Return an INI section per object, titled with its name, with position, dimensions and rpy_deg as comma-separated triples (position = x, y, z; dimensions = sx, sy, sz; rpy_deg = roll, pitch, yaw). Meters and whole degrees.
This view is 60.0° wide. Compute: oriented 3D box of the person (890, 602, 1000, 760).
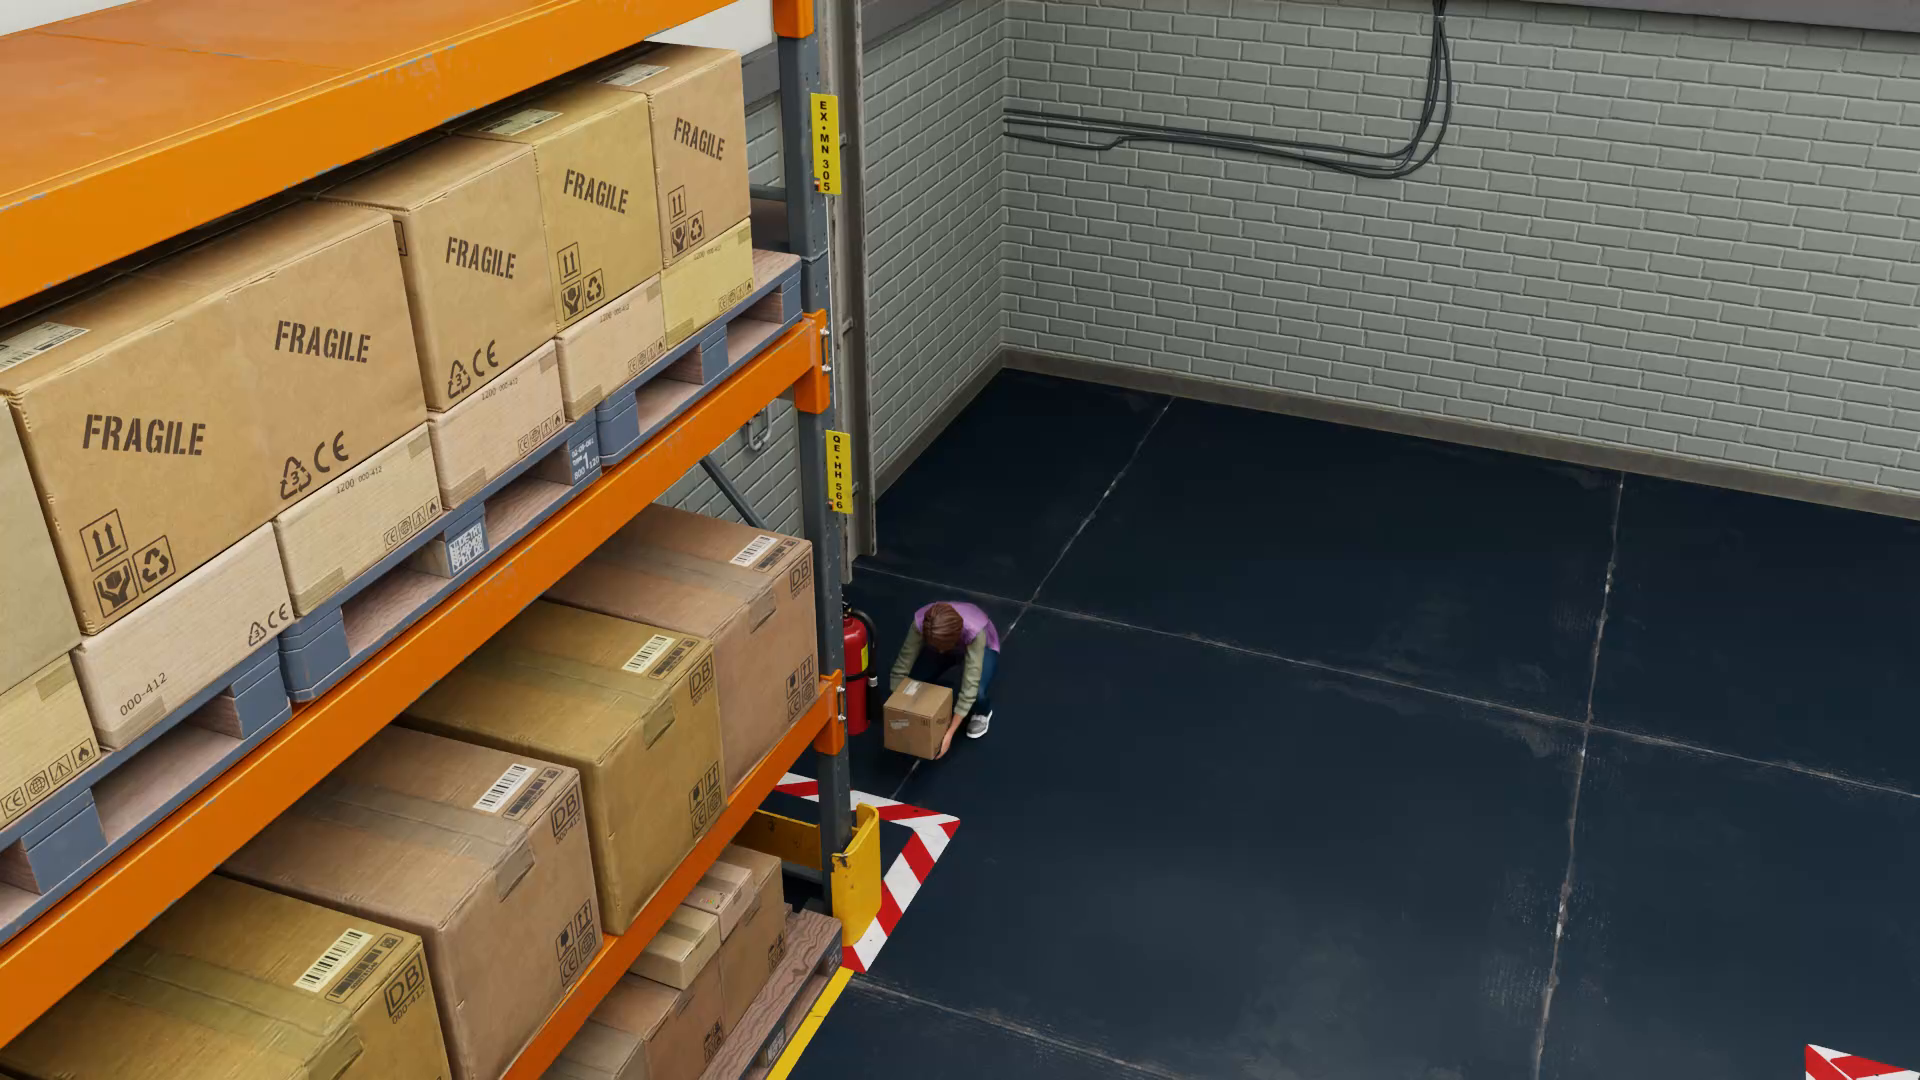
[person]
position = -0.055, 0.597, 8.092
dimensions = 0.450, 0.875, 0.814
rpy_deg = 12, 32, 19
